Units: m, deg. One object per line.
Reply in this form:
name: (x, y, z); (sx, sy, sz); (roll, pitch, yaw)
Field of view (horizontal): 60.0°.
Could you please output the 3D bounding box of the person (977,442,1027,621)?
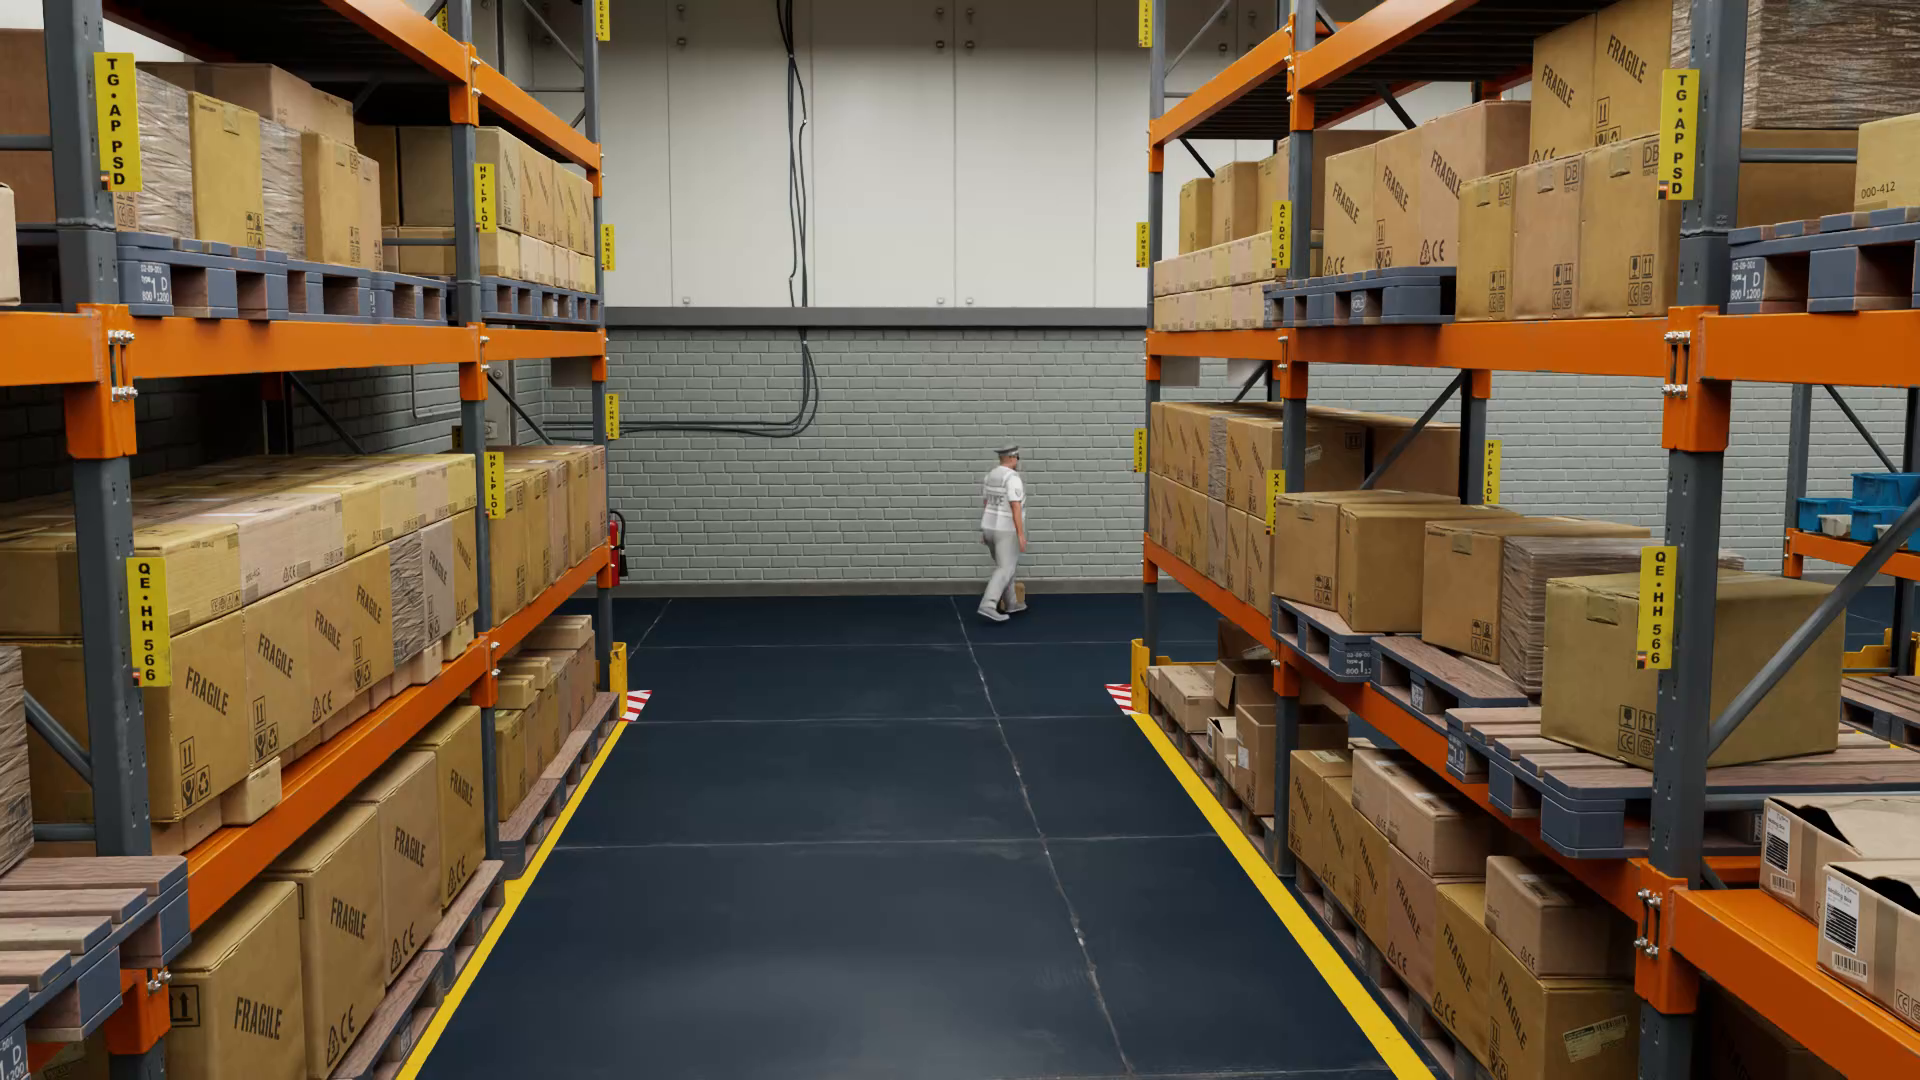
person: (0.434, -0.096, 16.475); (0.902, 1.729, 0.718); (-5, 8, -36)
